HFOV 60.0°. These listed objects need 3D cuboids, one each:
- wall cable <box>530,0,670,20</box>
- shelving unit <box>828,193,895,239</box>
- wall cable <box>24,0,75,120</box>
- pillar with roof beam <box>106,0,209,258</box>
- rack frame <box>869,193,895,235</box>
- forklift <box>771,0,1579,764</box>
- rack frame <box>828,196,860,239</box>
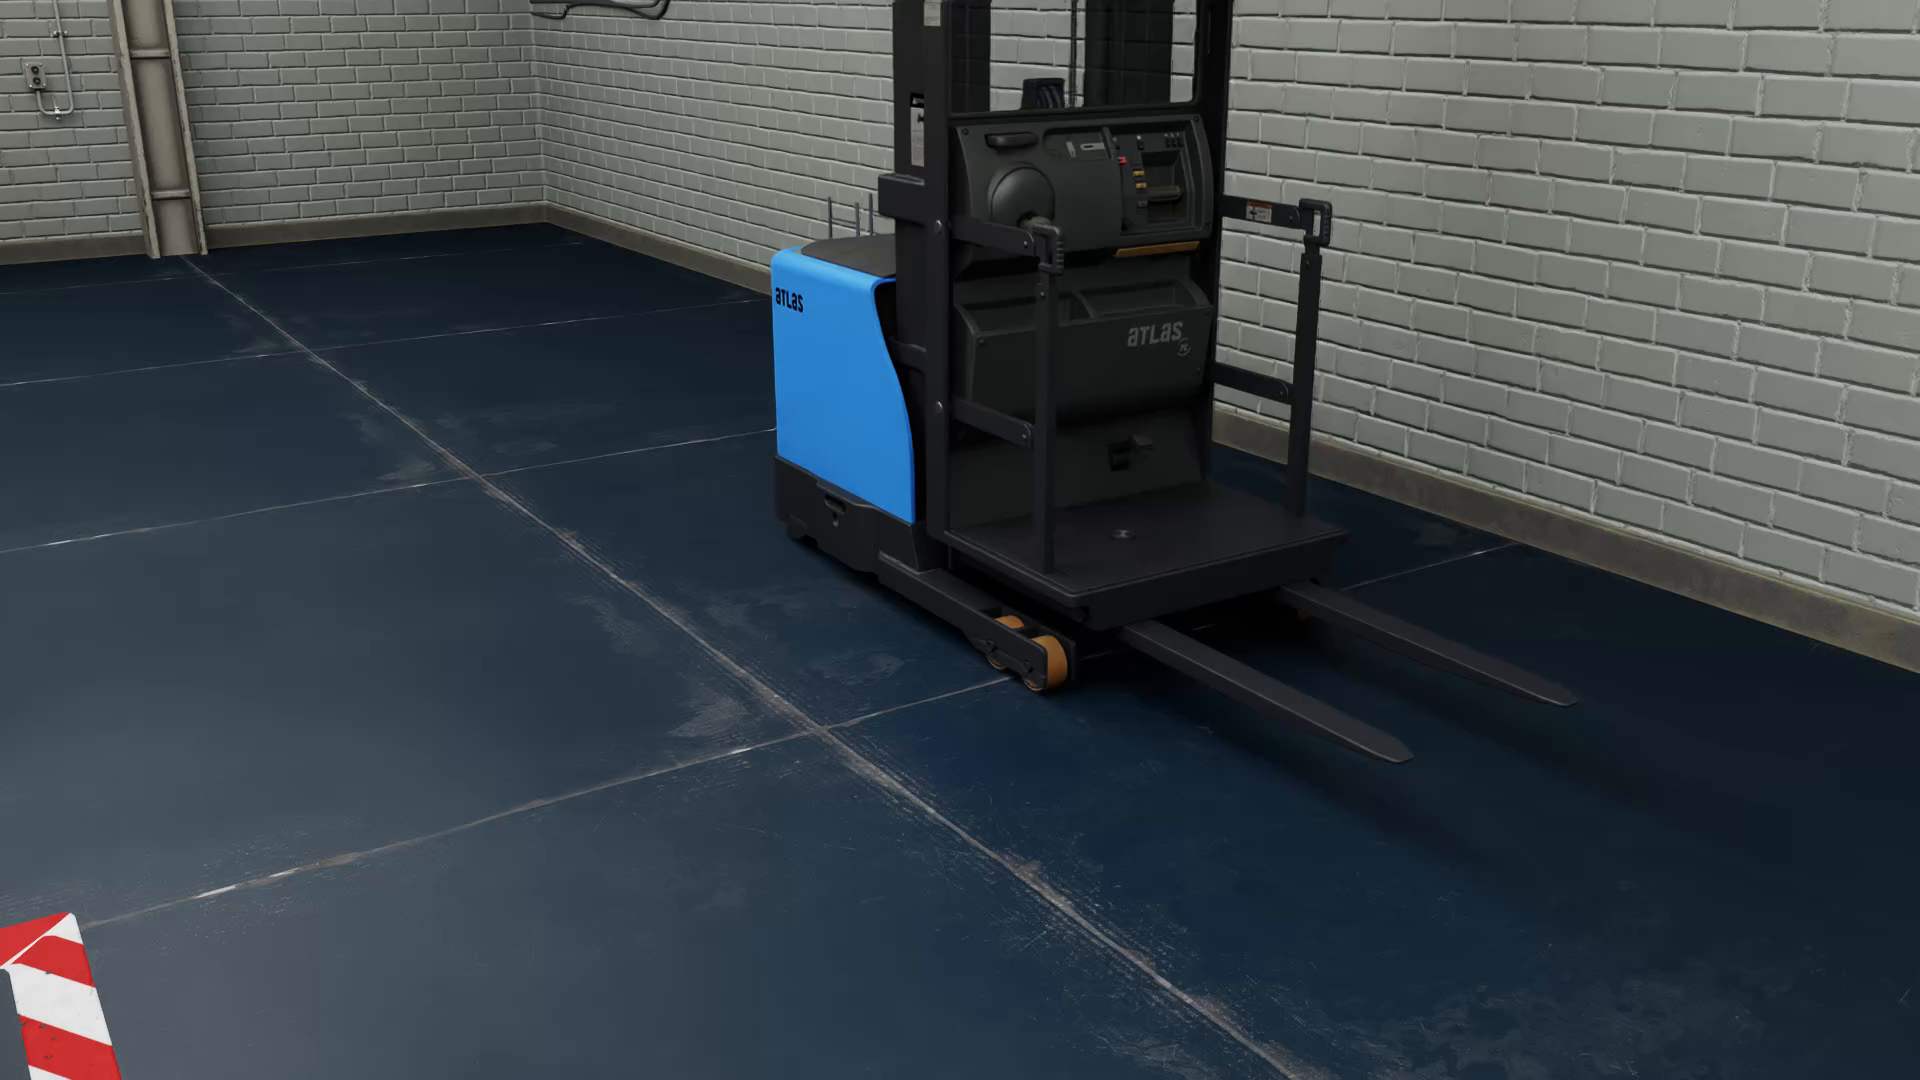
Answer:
[{"bbox_3d":[-2.851,-5.178,12.360,0.112,2.526,3.097,-12,22,-31],"label":"wall cable"},{"bbox_3d":[-0.366,-0.745,6.571,0.189,1.200,0.258,-12,21,-31],"label":"shelving unit"},{"bbox_3d":[-7.222,-3.867,11.412,1.851,1.984,0.084,-12,22,-31],"label":"wall cable"},{"bbox_3d":[-3.624,-5.304,7.884,0.400,9.000,9.100,-12,22,-31],"label":"pillar with roof beam"},{"bbox_3d":[-0.289,-0.760,6.617,0.006,1.200,0.240,-12,21,-31],"label":"rack frame"},{"bbox_3d":[0.515,-1.111,4.956,1.130,2.935,3.031,-12,22,-31],"label":"forklift"},{"bbox_3d":[-0.443,-0.729,6.524,0.006,1.200,0.240,-12,21,-31],"label":"rack frame"}]
